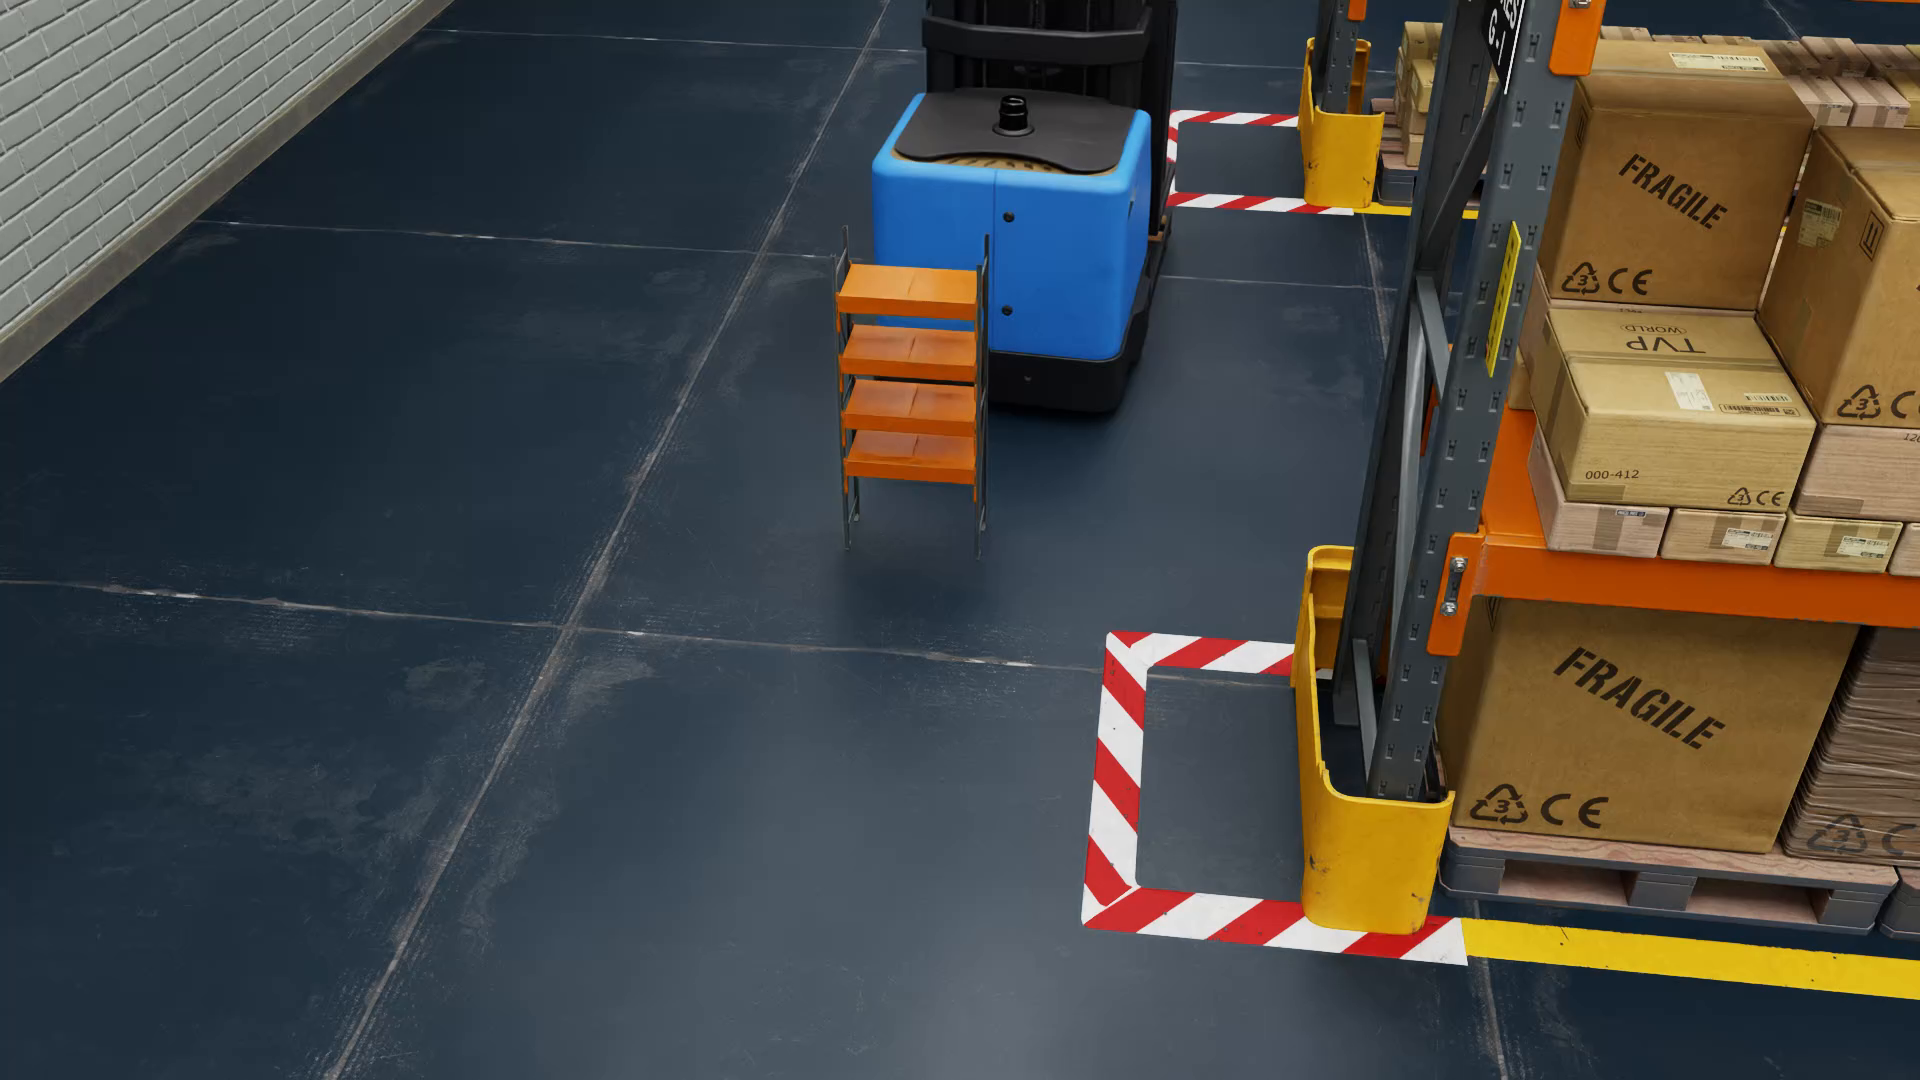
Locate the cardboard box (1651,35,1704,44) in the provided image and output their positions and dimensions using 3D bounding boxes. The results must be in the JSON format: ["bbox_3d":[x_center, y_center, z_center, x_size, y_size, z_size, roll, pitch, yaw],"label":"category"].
[{"bbox_3d":[3.816,-2.535,8.800,0.250,0.149,0.380,3,36,4],"label":"cardboard box"}]

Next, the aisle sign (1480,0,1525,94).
[{"bbox_3d":[1.133,-1.340,3.308,0.004,0.787,0.394,4,36,6],"label":"aisle sign"}]

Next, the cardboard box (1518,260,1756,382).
[{"bbox_3d":[1.757,-0.627,4.419,0.500,0.250,0.500,4,36,5],"label":"cardboard box"}]

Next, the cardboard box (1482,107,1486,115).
[{"bbox_3d":[2.726,-2.192,8.576,0.250,0.149,0.380,4,36,6],"label":"cardboard box"}]

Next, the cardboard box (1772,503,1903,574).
[{"bbox_3d":[2.061,-0.094,4.016,0.250,0.149,0.380,3,36,5],"label":"cardboard box"}]

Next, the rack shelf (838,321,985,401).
[{"bbox_3d":[-0.164,-0.628,5.828,0.480,0.148,0.258,4,36,6],"label":"rack shelf"}]

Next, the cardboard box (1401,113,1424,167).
[{"bbox_3d":[2.453,-2.087,8.685,0.250,0.149,0.380,5,36,7],"label":"cardboard box"}]

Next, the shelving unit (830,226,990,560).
[{"bbox_3d":[-0.164,-0.501,5.919,0.503,1.200,0.258,4,36,6],"label":"shelving unit"}]

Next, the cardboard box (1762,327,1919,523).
[{"bbox_3d":[2.200,-0.284,3.939,0.500,0.250,0.500,4,36,5],"label":"cardboard box"}]

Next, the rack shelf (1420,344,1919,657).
[{"bbox_3d":[3.226,-0.009,4.299,4.000,0.370,1.077,4,36,6],"label":"rack shelf"}]

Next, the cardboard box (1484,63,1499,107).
[{"bbox_3d":[2.739,-2.367,8.565,0.250,0.149,0.380,5,36,7],"label":"cardboard box"}]

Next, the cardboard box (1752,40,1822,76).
[{"bbox_3d":[4.319,-2.491,8.739,0.250,0.149,0.380,3,36,4],"label":"cardboard box"}]

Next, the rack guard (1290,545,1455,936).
[{"bbox_3d":[1.218,0.566,5.026,0.348,0.500,1.175,4,36,6],"label":"rack guard"}]

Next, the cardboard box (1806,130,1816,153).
[{"bbox_3d":[4.296,-2.112,8.464,0.250,0.149,0.380,3,36,4],"label":"cardboard box"}]

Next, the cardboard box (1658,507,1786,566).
[{"bbox_3d":[1.807,-0.113,4.042,0.250,0.149,0.380,4,36,5],"label":"cardboard box"}]

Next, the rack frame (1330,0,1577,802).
[{"bbox_3d":[1.242,-0.450,4.298,0.127,3.000,1.000,4,36,6],"label":"rack frame"}]

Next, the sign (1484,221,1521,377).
[{"bbox_3d":[1.166,-0.515,3.576,0.005,0.325,0.100,4,36,6],"label":"sign"}]

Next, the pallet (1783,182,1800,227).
[{"bbox_3d":[4.058,-1.987,8.853,1.213,0.211,1.003,4,36,6],"label":"pallet"}]

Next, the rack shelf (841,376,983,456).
[{"bbox_3d":[-0.164,-0.446,5.958,0.480,0.148,0.258,4,36,6],"label":"rack shelf"}]

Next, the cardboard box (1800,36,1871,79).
[{"bbox_3d":[4.600,-2.518,8.777,0.250,0.149,0.380,5,36,7],"label":"cardboard box"}]

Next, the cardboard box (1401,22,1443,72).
[{"bbox_3d":[2.532,-2.659,8.975,0.250,0.149,0.380,5,36,7],"label":"cardboard box"}]

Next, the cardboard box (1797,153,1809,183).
[{"bbox_3d":[4.233,-1.982,8.537,0.250,0.149,0.380,5,36,7],"label":"cardboard box"}]

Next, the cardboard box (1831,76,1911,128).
[{"bbox_3d":[4.522,-2.174,8.295,0.250,0.149,0.380,3,36,4],"label":"cardboard box"}]

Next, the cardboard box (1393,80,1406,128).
[{"bbox_3d":[2.523,-2.392,9.112,0.250,0.149,0.380,5,36,7],"label":"cardboard box"}]

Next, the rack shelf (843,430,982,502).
[{"bbox_3d":[-0.164,-0.284,6.073,0.480,0.148,0.258,4,36,6],"label":"rack shelf"}]

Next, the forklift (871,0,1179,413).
[{"bbox_3d":[0.442,-2.572,7.330,1.130,2.935,3.031,7,36,10],"label":"forklift"}]

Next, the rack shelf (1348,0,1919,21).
[{"bbox_3d":[3.958,-2.859,8.293,4.000,0.370,1.077,4,36,6],"label":"rack shelf"}]

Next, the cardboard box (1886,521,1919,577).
[{"bbox_3d":[2.320,-0.075,3.990,0.250,0.149,0.380,4,36,5],"label":"cardboard box"}]

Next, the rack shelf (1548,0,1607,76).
[{"bbox_3d":[3.226,-1.230,3.428,4.000,0.370,1.077,4,36,6],"label":"rack shelf"}]

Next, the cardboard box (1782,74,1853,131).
[{"bbox_3d":[4.253,-2.187,8.313,0.250,0.149,0.380,3,36,4],"label":"cardboard box"}]

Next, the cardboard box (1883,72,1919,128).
[{"bbox_3d":[4.802,-2.207,8.341,0.250,0.149,0.380,5,36,7],"label":"cardboard box"}]

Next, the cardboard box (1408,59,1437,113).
[{"bbox_3d":[2.451,-2.318,8.496,0.250,0.149,0.380,3,36,4],"label":"cardboard box"}]

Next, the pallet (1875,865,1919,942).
[{"bbox_3d":[3.252,0.791,4.960,1.213,0.211,1.003,4,36,6],"label":"pallet"}]

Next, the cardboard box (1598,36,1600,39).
[{"bbox_3d":[3.295,-2.606,8.900,0.250,0.149,0.380,3,36,4],"label":"cardboard box"}]

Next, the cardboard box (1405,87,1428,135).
[{"bbox_3d":[2.461,-2.245,8.650,0.250,0.149,0.380,6,36,8],"label":"cardboard box"}]

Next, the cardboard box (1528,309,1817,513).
[{"bbox_3d":[1.684,-0.318,3.987,0.500,0.250,0.500,3,36,5],"label":"cardboard box"}]

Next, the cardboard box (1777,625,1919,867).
[{"bbox_3d":[2.790,0.313,4.697,0.875,0.875,0.875,4,36,6],"label":"cardboard box"}]

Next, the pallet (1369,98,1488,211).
[{"bbox_3d":[2.851,-2.079,8.981,1.213,0.211,1.003,4,36,6],"label":"pallet"}]

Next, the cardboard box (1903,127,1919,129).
[{"bbox_3d":[4.815,-2.073,8.409,0.250,0.149,0.380,5,36,6],"label":"cardboard box"}]

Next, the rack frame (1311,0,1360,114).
[{"bbox_3d":[1.974,-3.300,8.292,0.127,3.000,1.000,4,36,6],"label":"rack frame"}]

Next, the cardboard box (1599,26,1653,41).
[{"bbox_3d":[3.569,-2.618,8.917,0.250,0.149,0.380,6,36,8],"label":"cardboard box"}]

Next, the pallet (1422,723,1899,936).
[{"bbox_3d":[2.045,0.700,5.088,1.213,0.211,1.003,4,36,6],"label":"pallet"}]

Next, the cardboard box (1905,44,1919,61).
[{"bbox_3d":[5.104,-2.446,8.676,0.250,0.149,0.380,4,36,5],"label":"cardboard box"}]

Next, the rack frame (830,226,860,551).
[{"bbox_3d":[-0.406,-0.519,5.944,0.015,1.200,0.240,4,36,6],"label":"rack frame"}]

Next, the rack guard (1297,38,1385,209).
[{"bbox_3d":[2.050,-2.277,9.010,0.348,0.500,1.175,4,36,6],"label":"rack guard"}]

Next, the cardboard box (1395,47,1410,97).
[{"bbox_3d":[2.534,-2.557,9.087,0.250,0.149,0.380,3,36,5],"label":"cardboard box"}]

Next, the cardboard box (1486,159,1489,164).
[{"bbox_3d":[2.723,-2.115,8.724,0.250,0.149,0.380,4,36,6],"label":"cardboard box"}]

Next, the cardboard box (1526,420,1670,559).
[{"bbox_3d":[1.552,-0.131,4.067,0.250,0.149,0.380,5,36,6],"label":"cardboard box"}]

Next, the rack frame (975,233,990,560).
[{"bbox_3d":[0.078,-0.483,5.893,0.015,1.200,0.240,4,36,6],"label":"rack frame"}]

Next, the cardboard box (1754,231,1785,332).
[{"bbox_3d":[2.260,-0.589,4.366,0.500,0.250,0.500,4,36,5],"label":"cardboard box"}]

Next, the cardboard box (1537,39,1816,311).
[{"bbox_3d":[1.759,-0.930,4.199,0.500,0.500,0.500,5,36,7],"label":"cardboard box"}]

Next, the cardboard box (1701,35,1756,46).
[{"bbox_3d":[4.080,-2.532,8.796,0.250,0.149,0.380,4,36,6],"label":"cardboard box"}]

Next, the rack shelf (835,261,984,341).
[{"bbox_3d":[-0.164,-0.820,5.690,0.480,0.148,0.258,4,36,6],"label":"rack shelf"}]

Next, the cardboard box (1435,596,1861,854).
[{"bbox_3d":[1.887,0.246,4.791,0.875,0.875,0.875,4,36,6],"label":"cardboard box"}]

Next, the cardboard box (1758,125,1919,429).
[{"bbox_3d":[2.180,-0.587,3.717,0.500,0.500,0.500,3,36,5],"label":"cardboard box"}]

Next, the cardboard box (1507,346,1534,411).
[{"bbox_3d":[1.637,-0.511,4.600,0.250,0.149,0.380,5,36,7],"label":"cardboard box"}]

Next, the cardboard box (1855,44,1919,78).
[{"bbox_3d":[4.842,-2.453,8.685,0.250,0.149,0.380,3,36,5],"label":"cardboard box"}]
